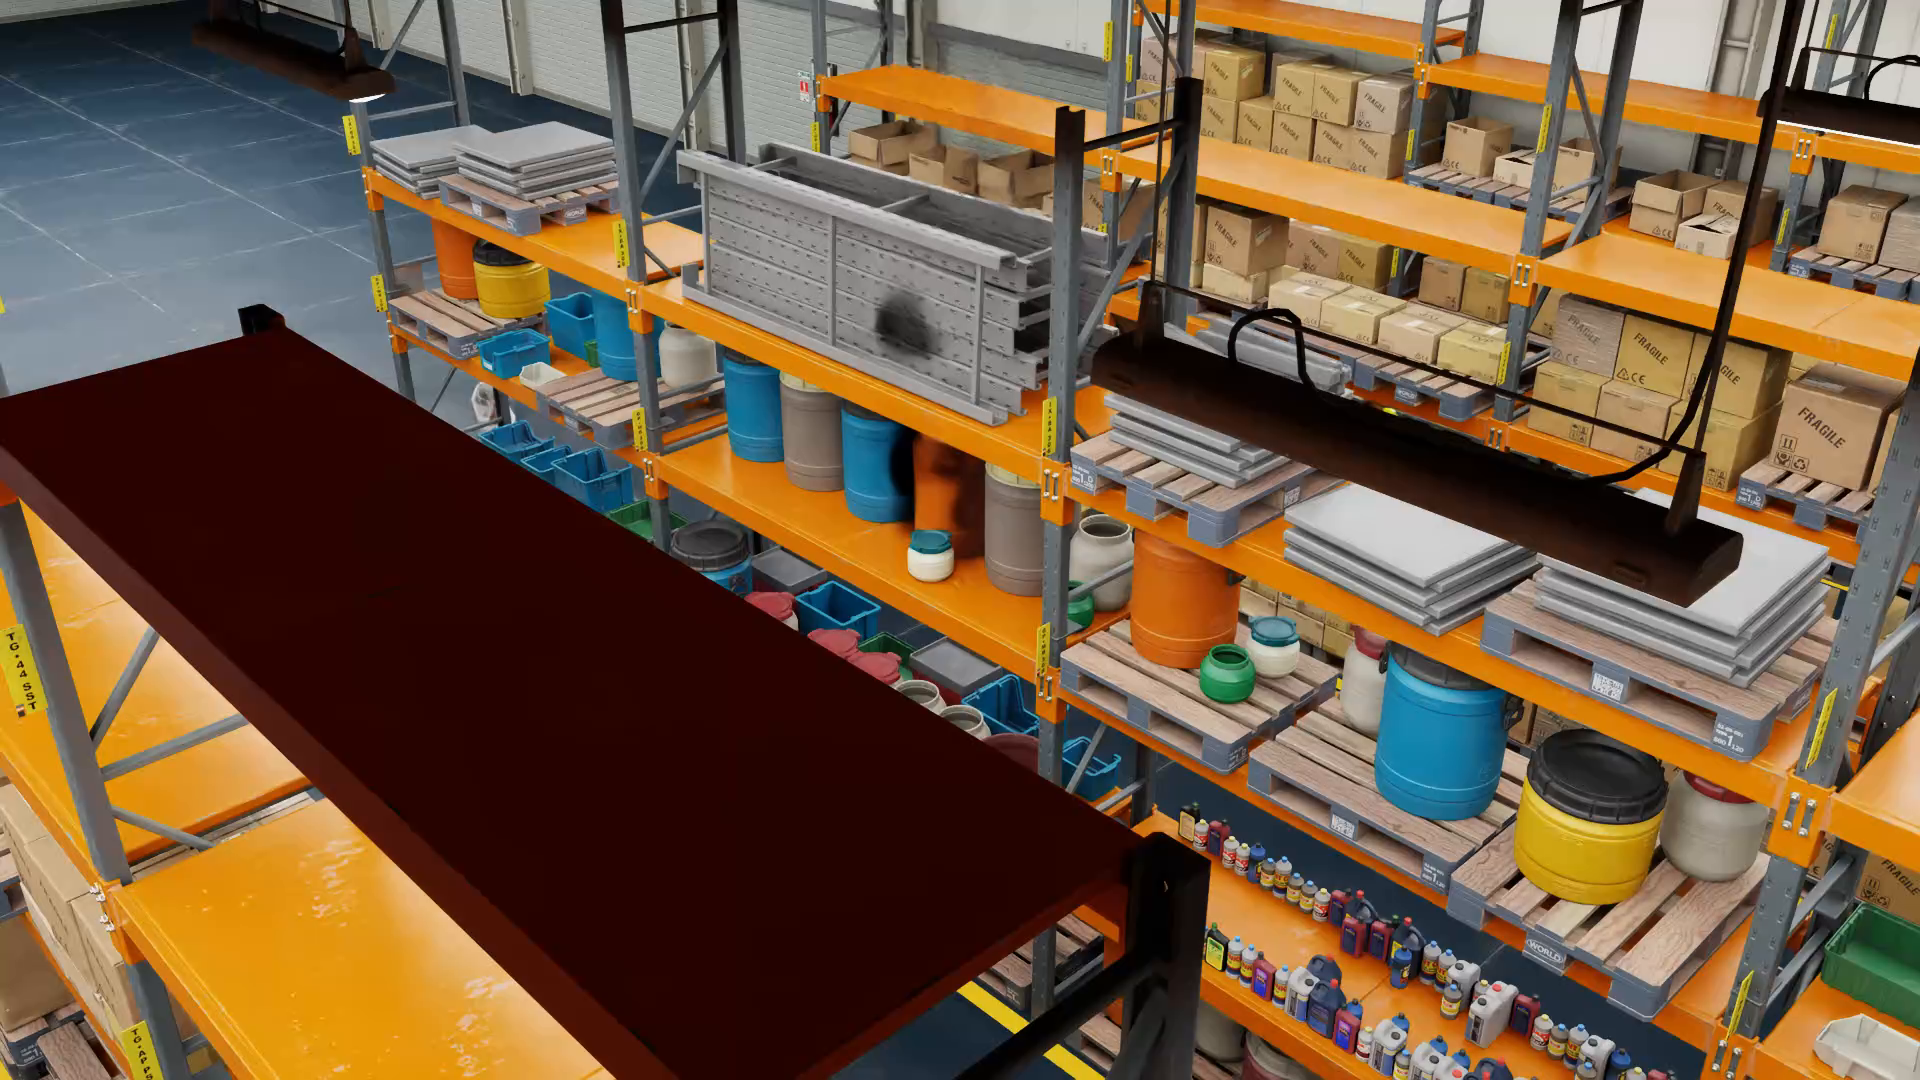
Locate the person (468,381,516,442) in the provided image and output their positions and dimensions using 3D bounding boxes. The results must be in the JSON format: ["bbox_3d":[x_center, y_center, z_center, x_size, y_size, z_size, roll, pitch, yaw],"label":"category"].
[{"bbox_3d":[-4.747,-1.149,17.103,0.974,1.771,0.692,4,28,7],"label":"person"}]

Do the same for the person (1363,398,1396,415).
[{"bbox_3d":[4.056,-0.669,16.223,0.632,1.796,0.890,-24,36,-37],"label":"person"}]
